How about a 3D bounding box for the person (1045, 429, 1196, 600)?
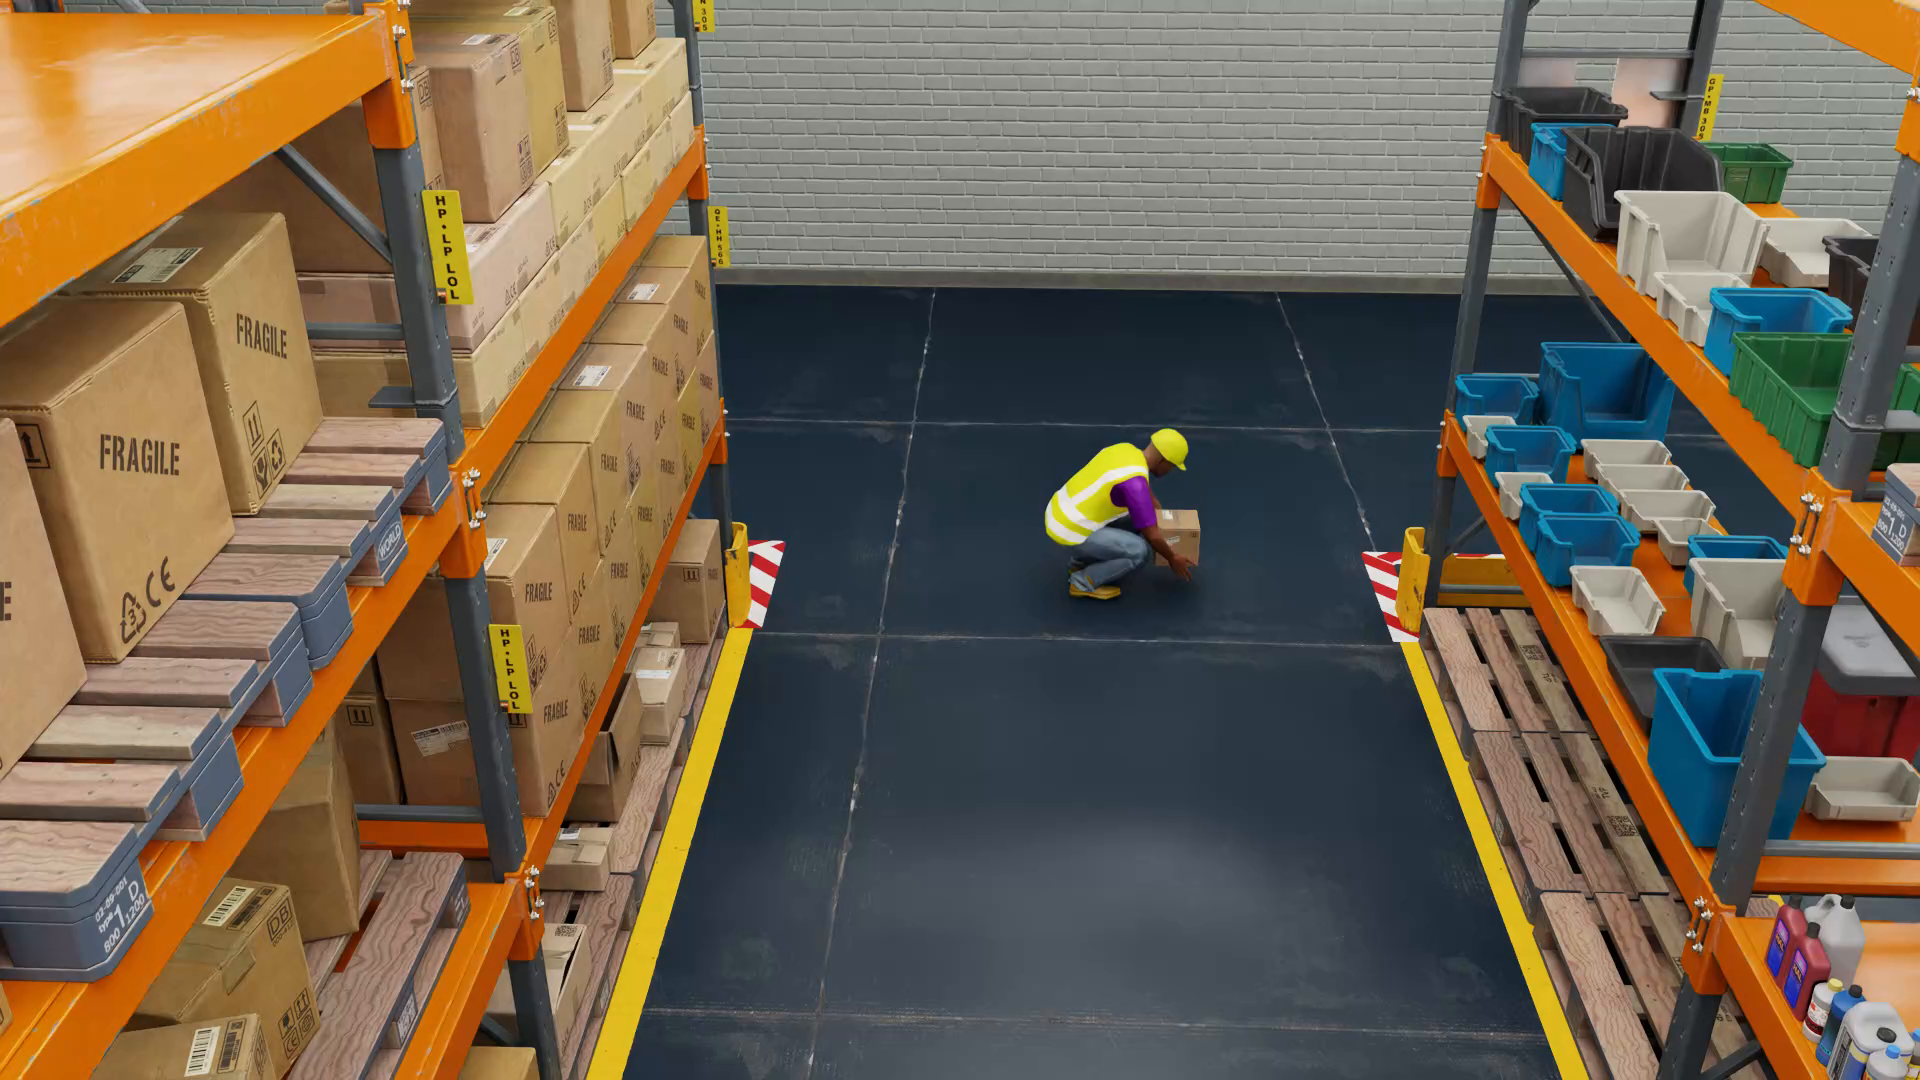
[{"bbox_3d":[1.590,3.367,3.043,2.546,1.000,15.740,1,28,1],"label":"person"}]
